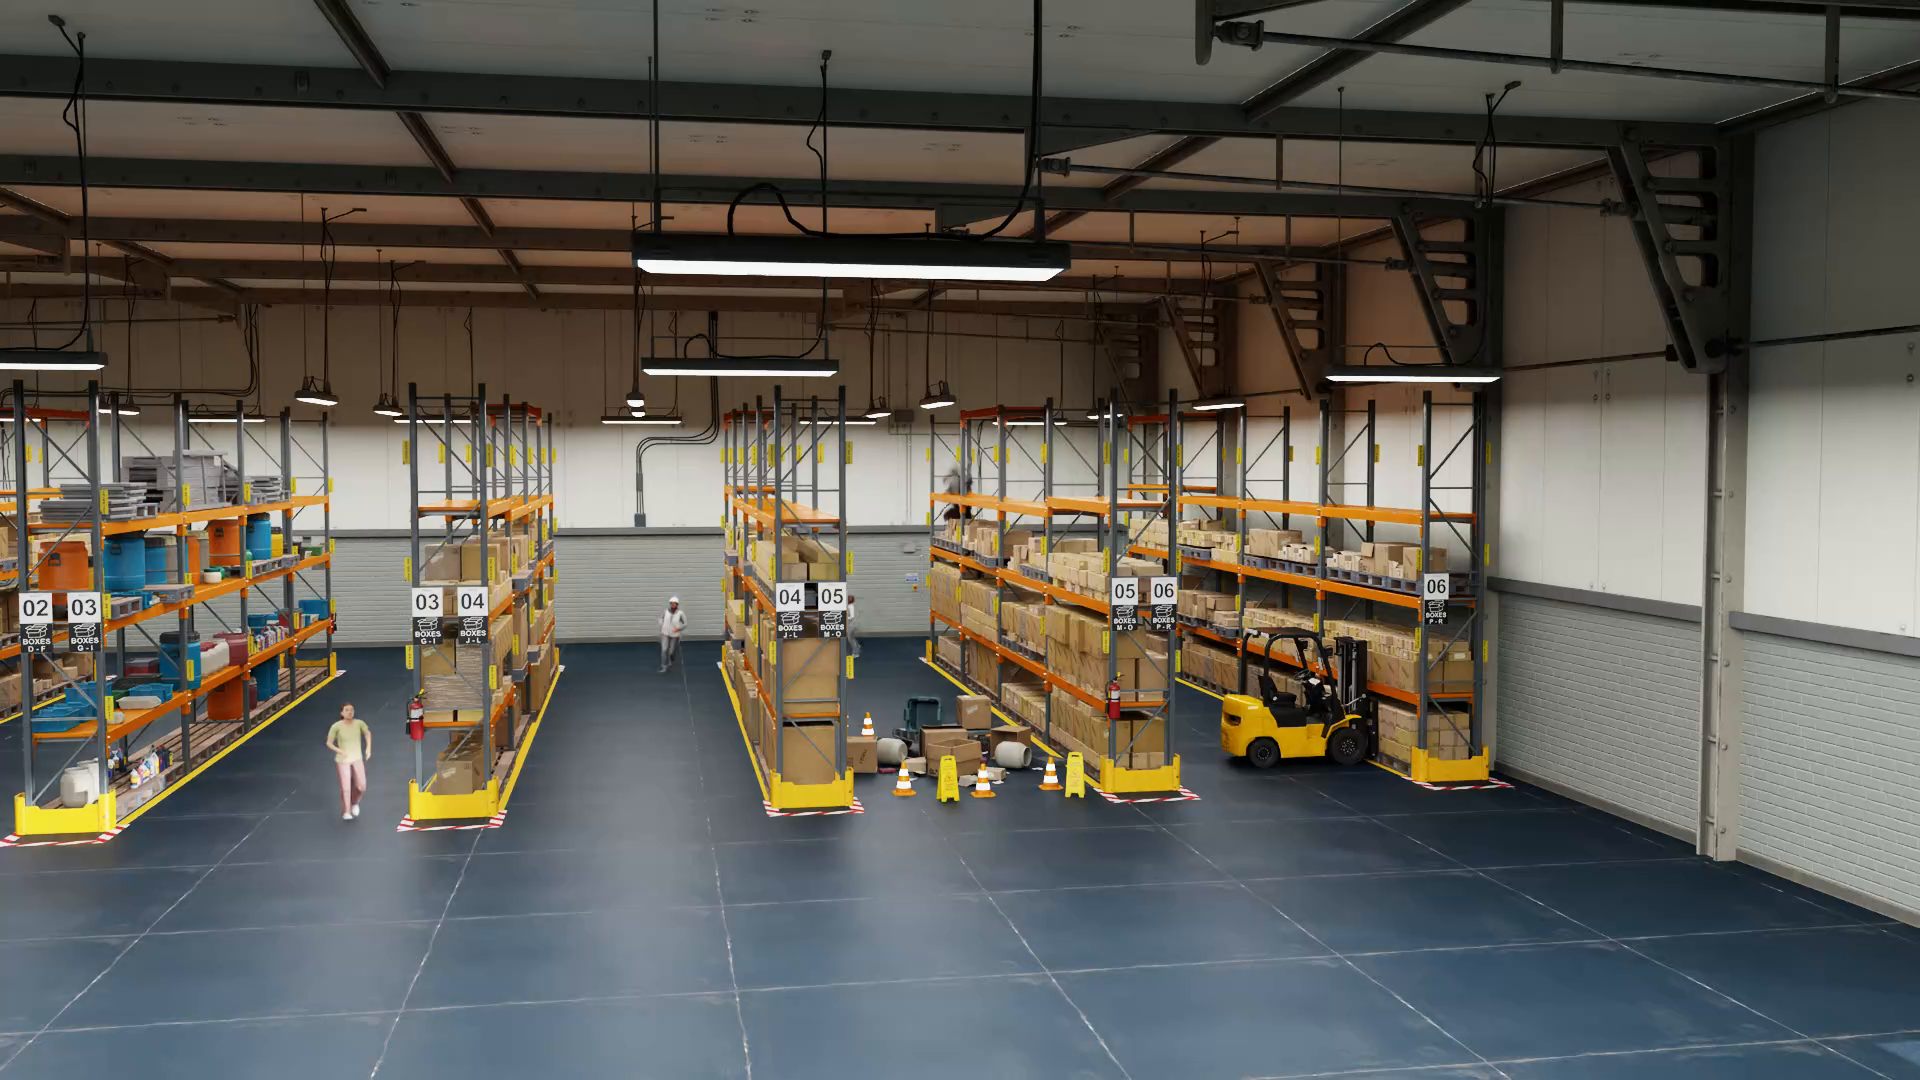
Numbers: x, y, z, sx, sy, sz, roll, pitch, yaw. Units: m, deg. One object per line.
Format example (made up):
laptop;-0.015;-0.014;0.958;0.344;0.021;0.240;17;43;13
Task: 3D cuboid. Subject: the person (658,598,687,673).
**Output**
person;-6.680;2.196;38.645;0.698;1.730;0.724;0;3;4

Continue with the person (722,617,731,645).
person;-5.628;2.161;40.830;0.586;1.625;0.760;0;3;4

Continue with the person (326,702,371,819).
person;-8.327;3.021;22.735;0.617;1.624;0.550;-2;3;-34

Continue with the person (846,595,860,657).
person;-2.738;2.136;41.184;0.536;1.567;0.521;-1;3;-10
